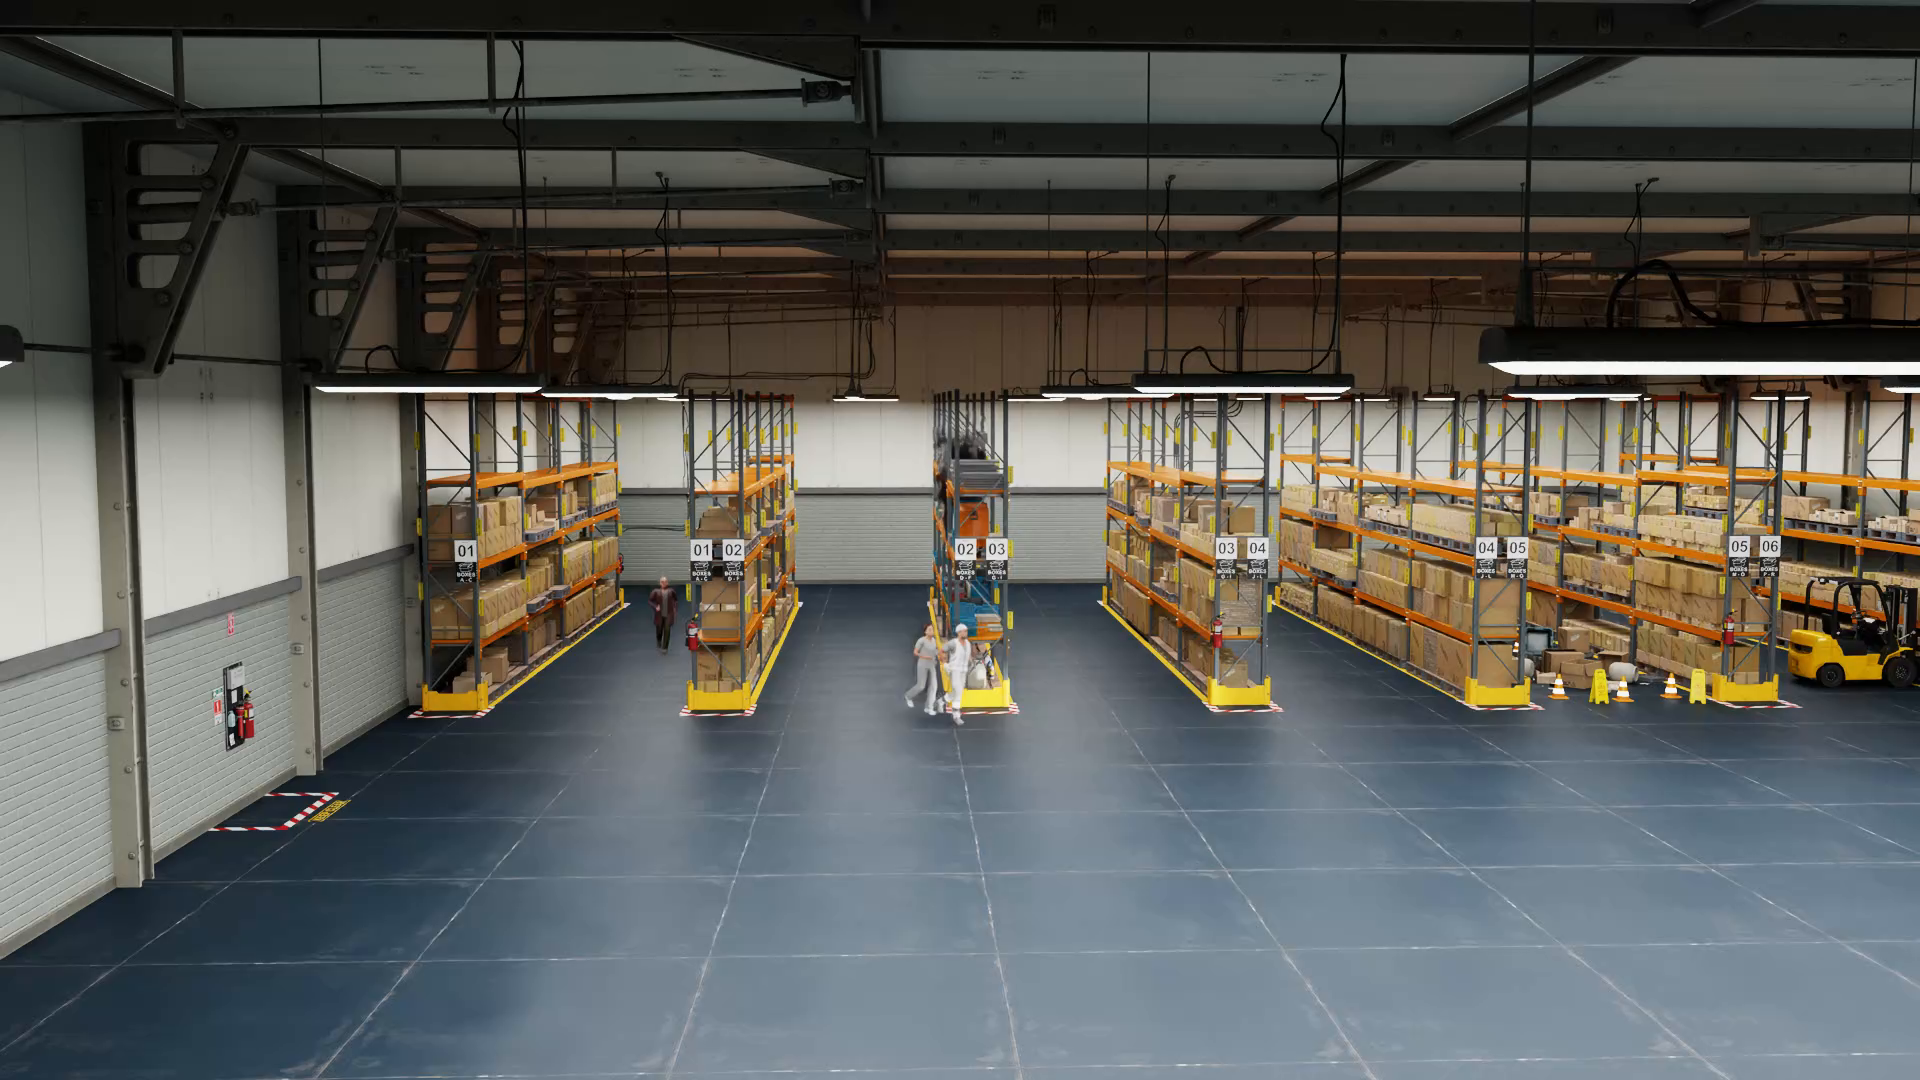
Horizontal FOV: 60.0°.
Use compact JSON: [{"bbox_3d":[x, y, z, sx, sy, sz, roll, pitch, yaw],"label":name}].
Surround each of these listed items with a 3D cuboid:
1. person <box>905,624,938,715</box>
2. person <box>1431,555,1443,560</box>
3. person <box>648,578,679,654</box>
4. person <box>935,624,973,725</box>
[{"bbox_3d":[-0.641,2.380,30.945,0.579,1.670,0.850,-4,6,-37],"label":"person"},{"bbox_3d":[14.195,0.877,49.340,0.842,1.714,0.592,1,5,11],"label":"person"},{"bbox_3d":[-6.822,1.728,38.317,0.709,1.737,0.757,-1,5,-16],"label":"person"},{"bbox_3d":[-0.064,2.405,30.174,0.703,1.754,0.867,-5,6,-44],"label":"person"}]
